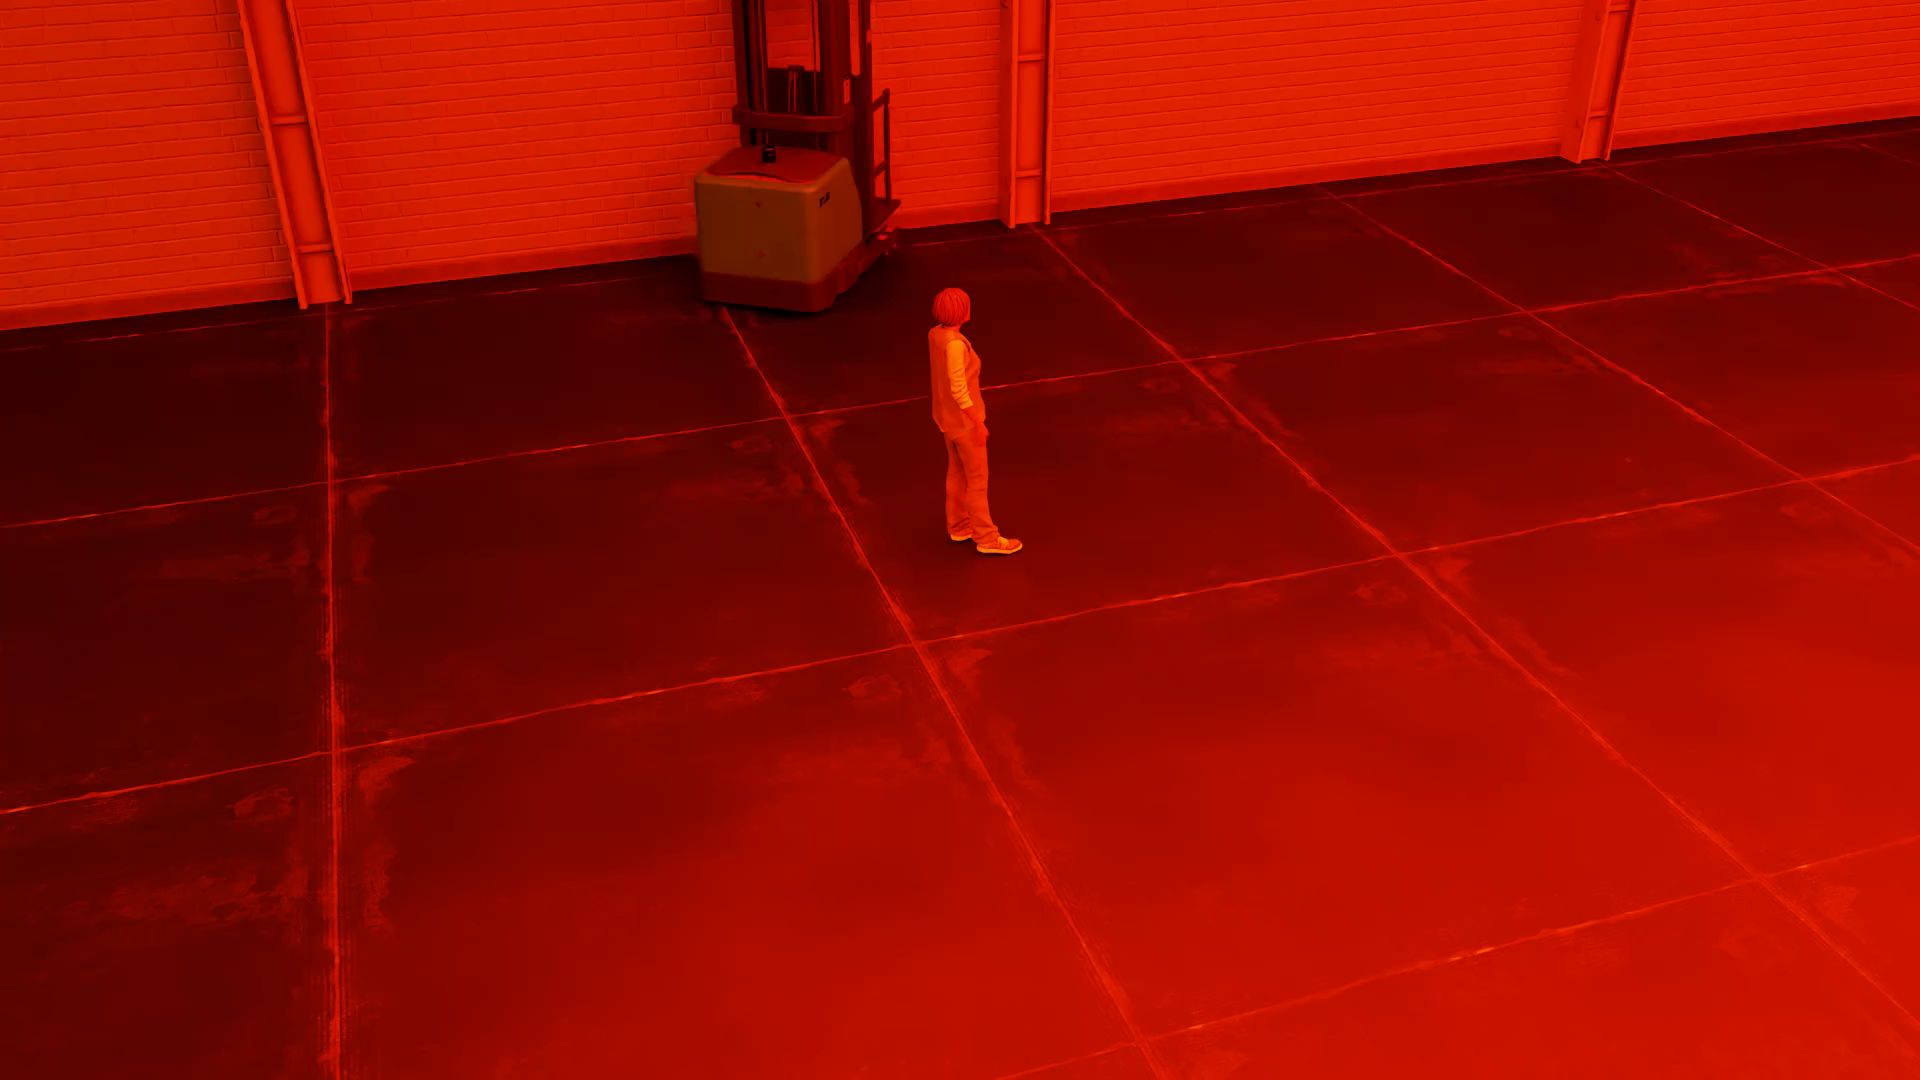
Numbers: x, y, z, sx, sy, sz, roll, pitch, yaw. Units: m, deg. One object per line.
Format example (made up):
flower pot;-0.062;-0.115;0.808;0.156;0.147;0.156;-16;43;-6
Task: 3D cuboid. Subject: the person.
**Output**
person;0.074;-0.703;9.632;0.475;1.597;0.520;-10;31;-16

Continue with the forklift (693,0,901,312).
forklift;-1.164;-3.768;13.636;1.130;2.935;3.031;8;31;14
